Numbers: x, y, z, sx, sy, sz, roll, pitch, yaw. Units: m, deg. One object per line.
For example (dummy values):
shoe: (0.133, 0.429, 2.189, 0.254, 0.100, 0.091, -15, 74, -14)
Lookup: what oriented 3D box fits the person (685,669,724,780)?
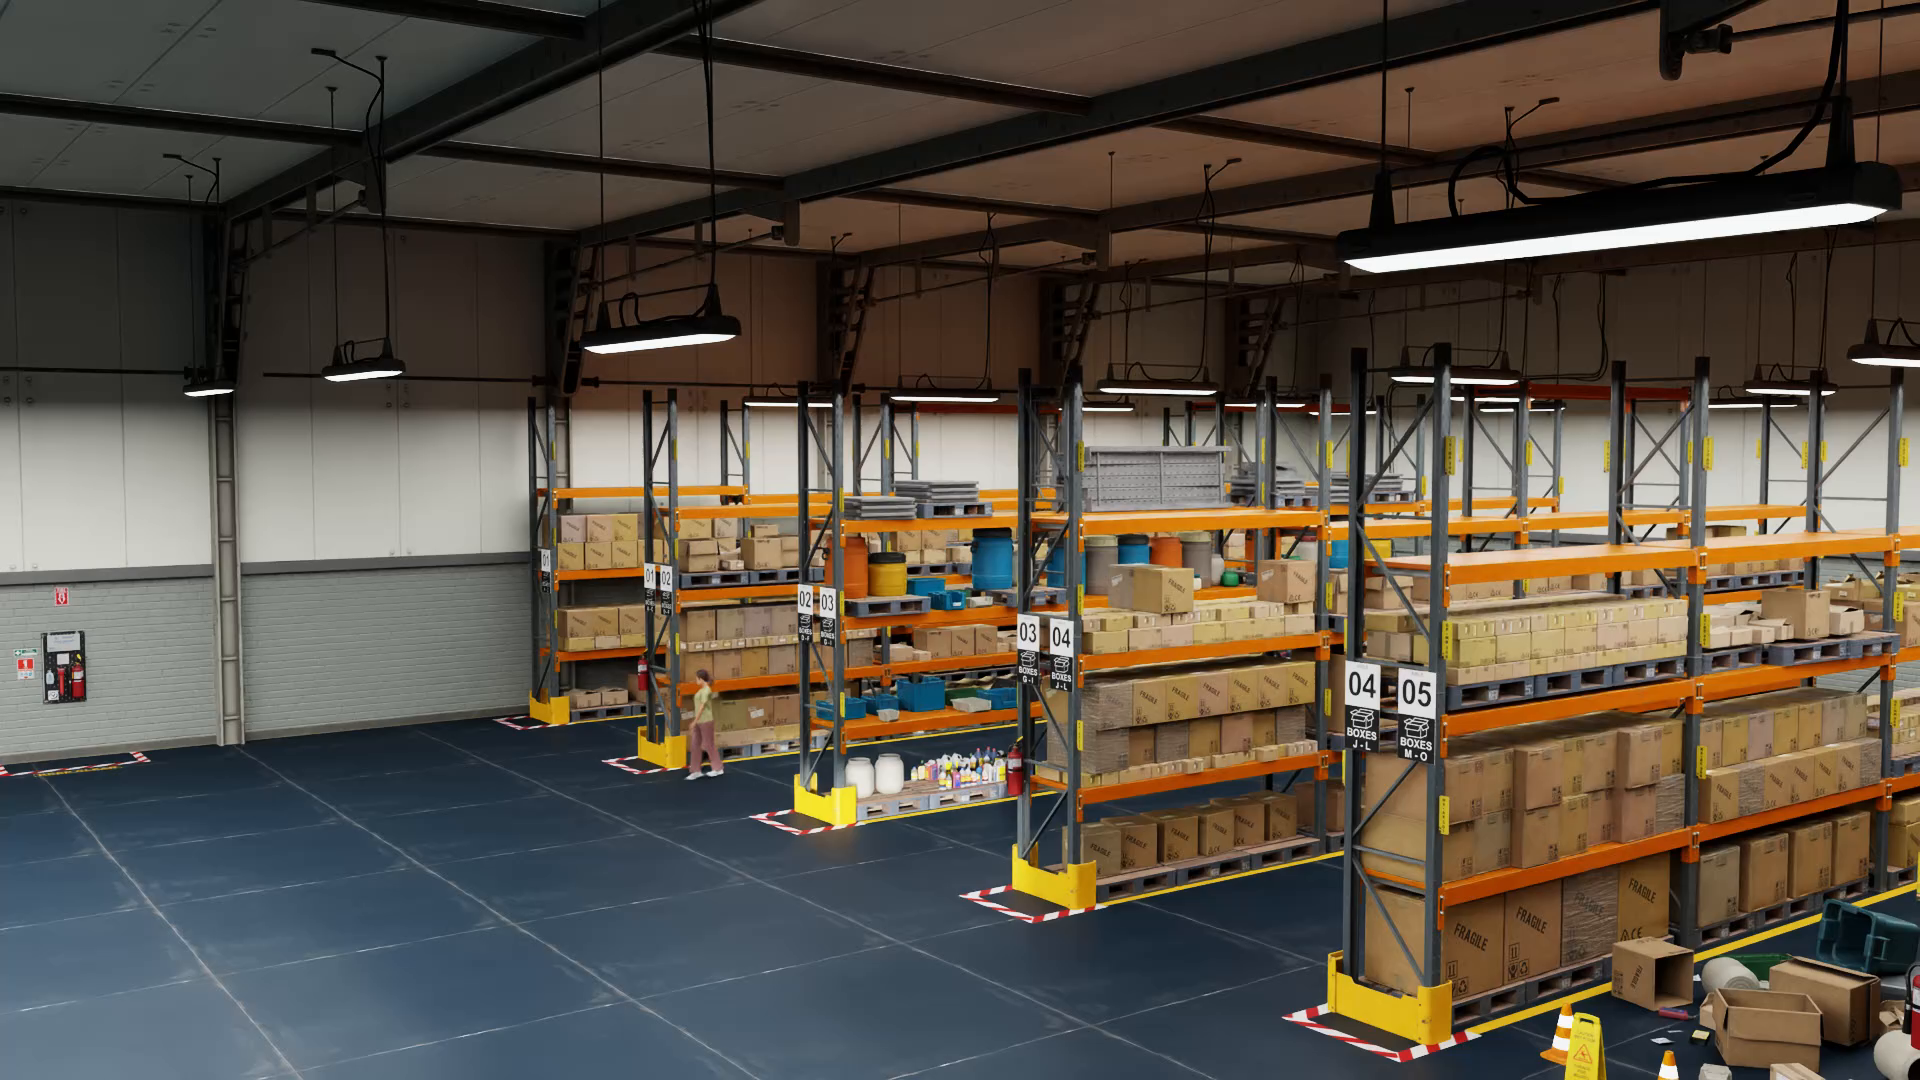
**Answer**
person: (-3.954, 2.841, 25.580, 0.635, 1.714, 0.469, -1, 4, -22)
